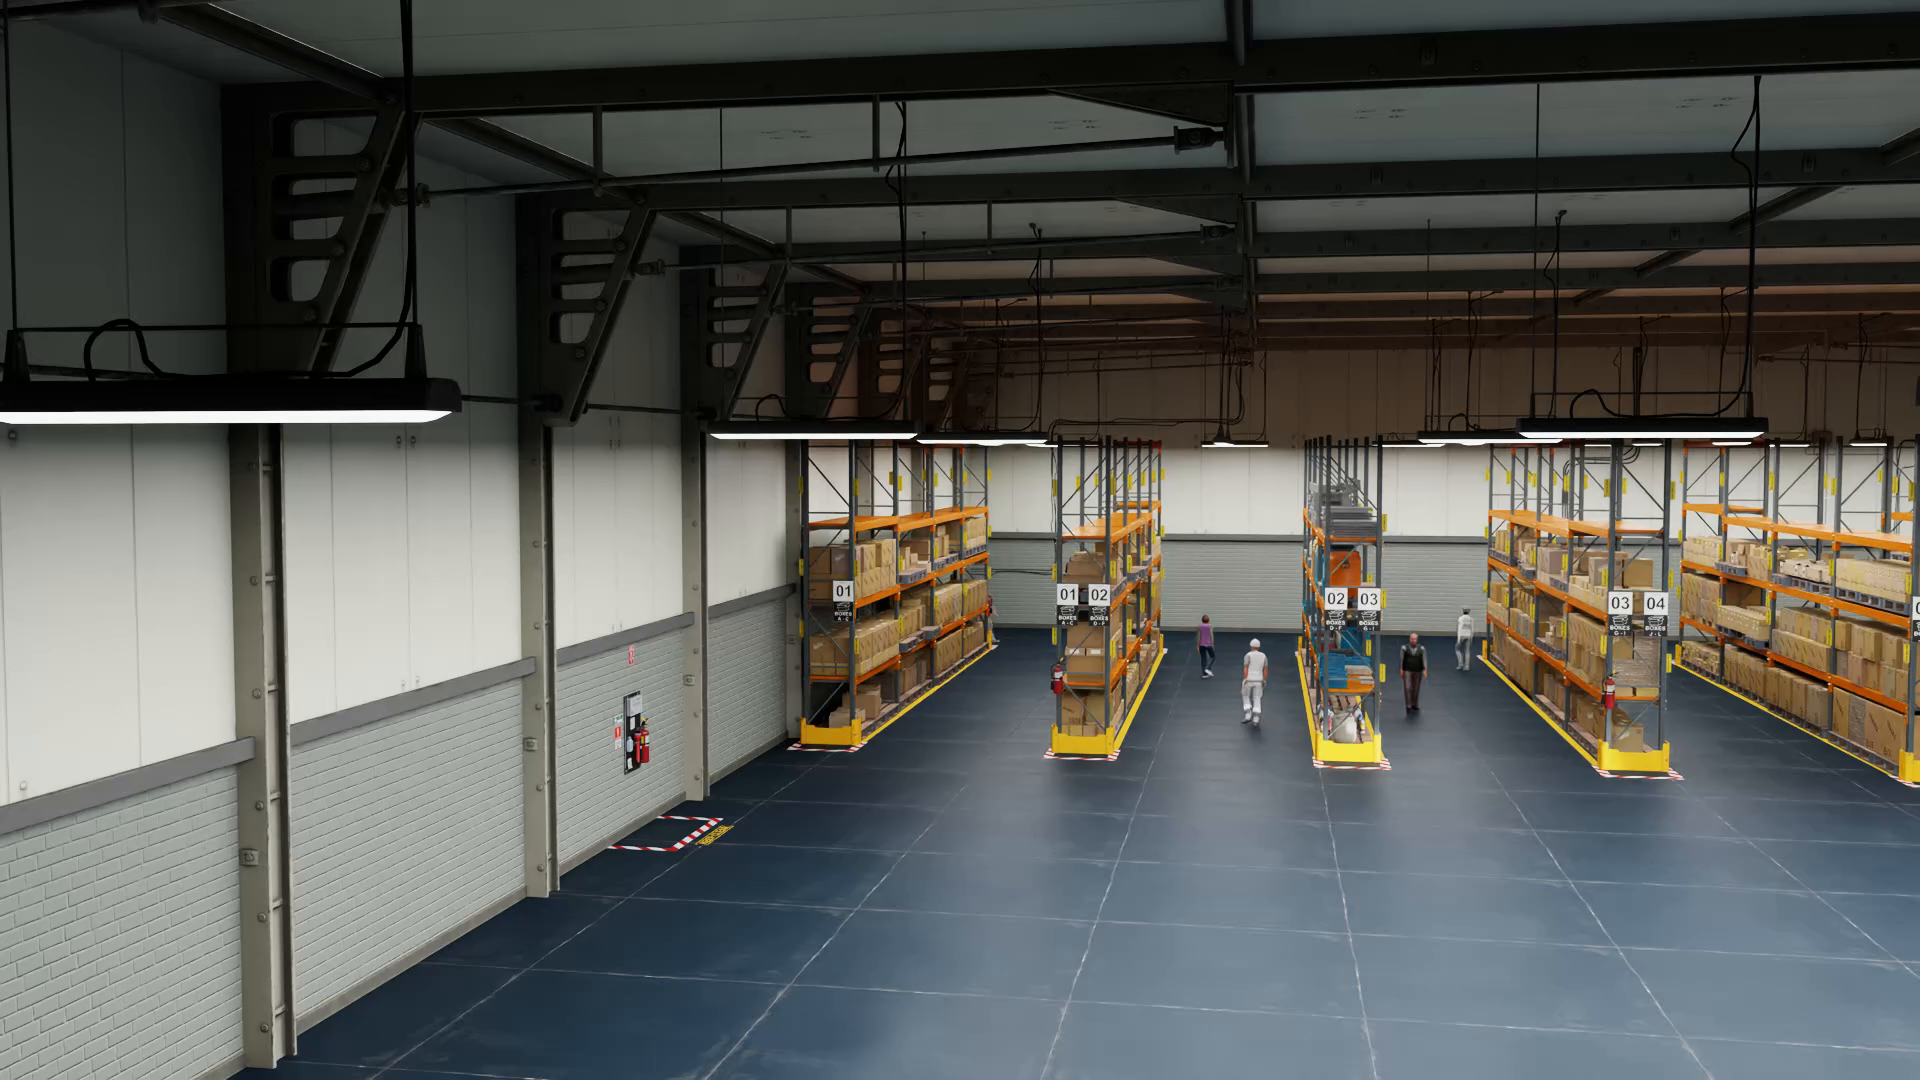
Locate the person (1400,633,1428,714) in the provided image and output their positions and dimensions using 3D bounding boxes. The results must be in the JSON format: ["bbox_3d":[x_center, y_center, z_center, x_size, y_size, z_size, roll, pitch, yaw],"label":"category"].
[{"bbox_3d":[9.914,2.908,36.345,0.582,1.748,0.656,0,3,9],"label":"person"}]

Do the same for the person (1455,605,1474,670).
[{"bbox_3d":[13.116,2.555,43.136,0.494,1.693,0.482,0,3,-6],"label":"person"}]

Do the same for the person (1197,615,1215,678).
[{"bbox_3d":[6.161,2.672,41.727,0.459,1.595,0.460,1,3,22],"label":"person"}]

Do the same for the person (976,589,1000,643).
[{"bbox_3d":[0.791,2.209,49.361,1.023,1.679,0.513,2,4,29],"label":"person"}]

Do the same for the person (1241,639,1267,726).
[{"bbox_3d":[6.132,2.968,34.595,0.551,1.808,0.542,0,3,0],"label":"person"}]
